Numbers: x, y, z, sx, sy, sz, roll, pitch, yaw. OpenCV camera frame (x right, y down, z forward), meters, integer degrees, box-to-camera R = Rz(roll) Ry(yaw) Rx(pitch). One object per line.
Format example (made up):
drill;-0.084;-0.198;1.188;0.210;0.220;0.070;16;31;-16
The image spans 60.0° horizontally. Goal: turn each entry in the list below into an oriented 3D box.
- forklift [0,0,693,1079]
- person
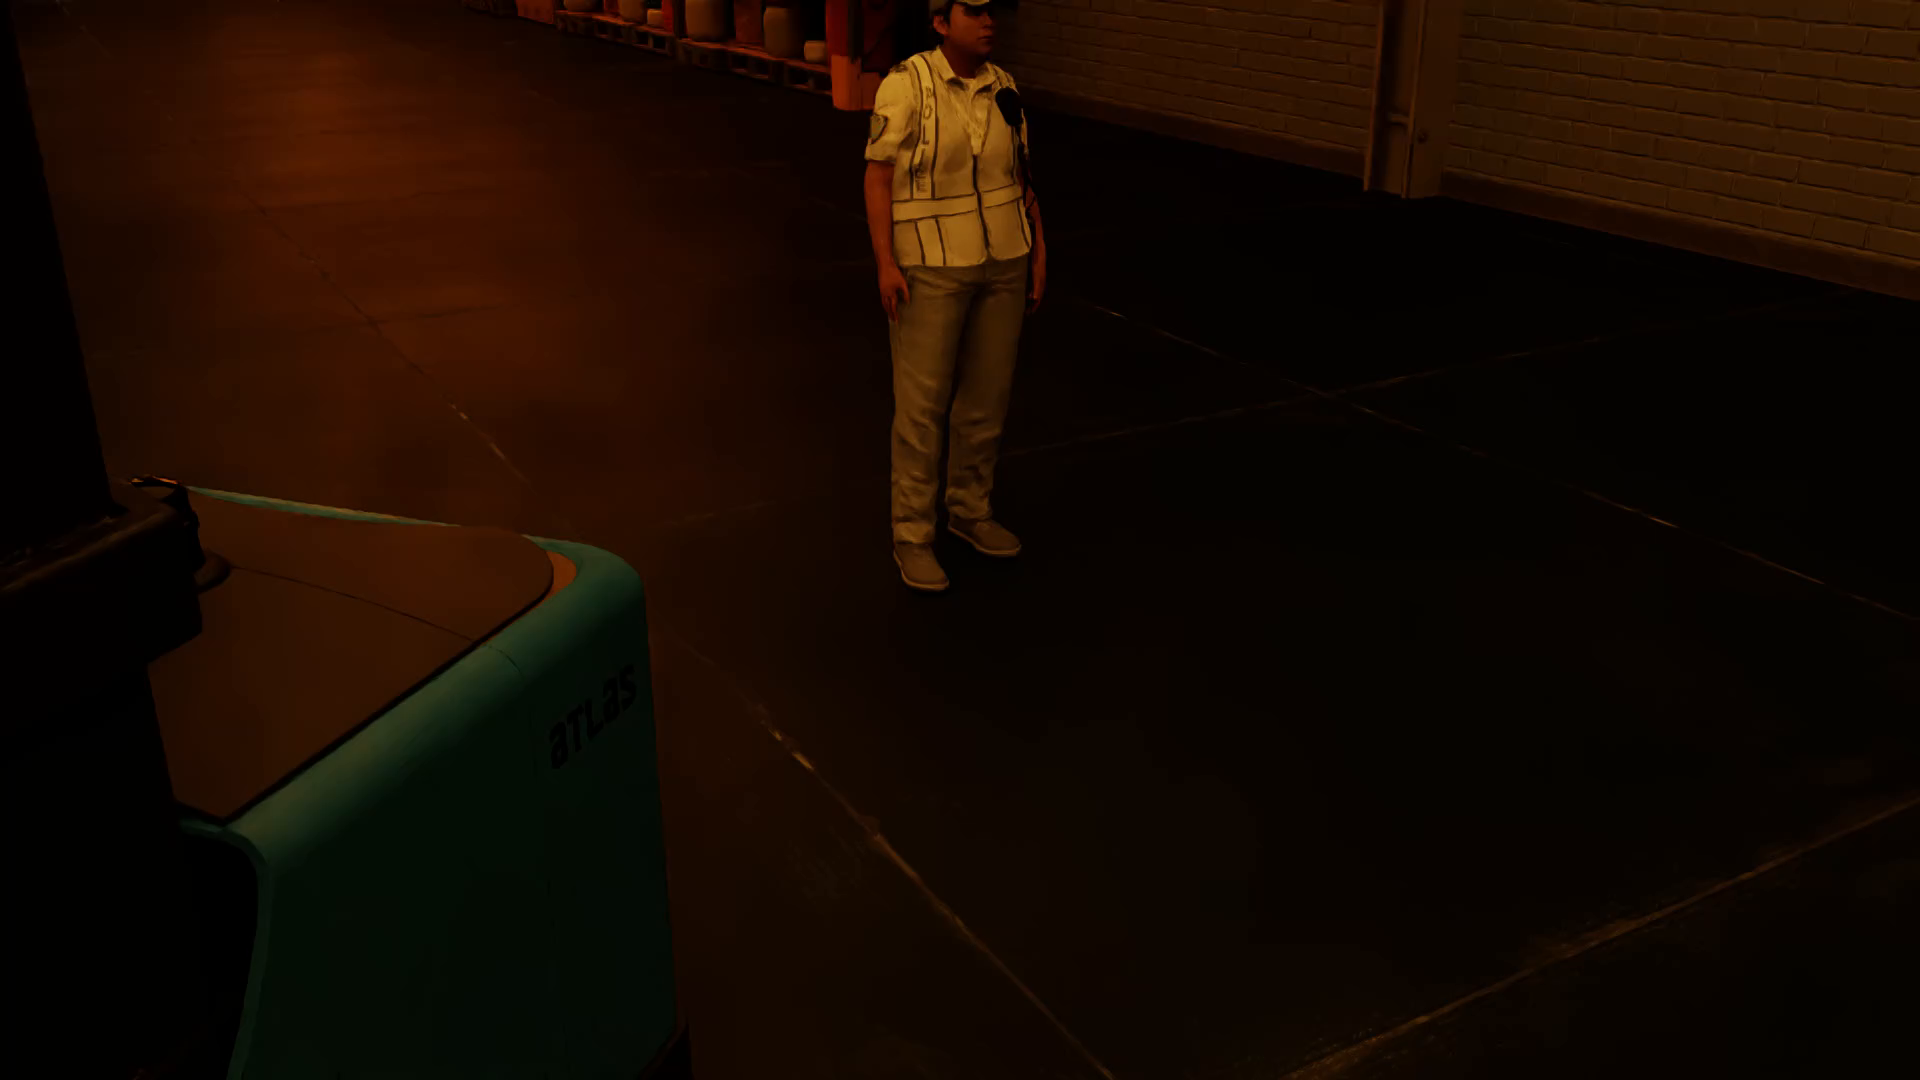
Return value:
forklift;-1.384;0.116;0.991;1.130;2.935;3.031;8;24;18
person;0.019;-0.748;4.744;0.598;1.669;0.529;-12;25;-28
